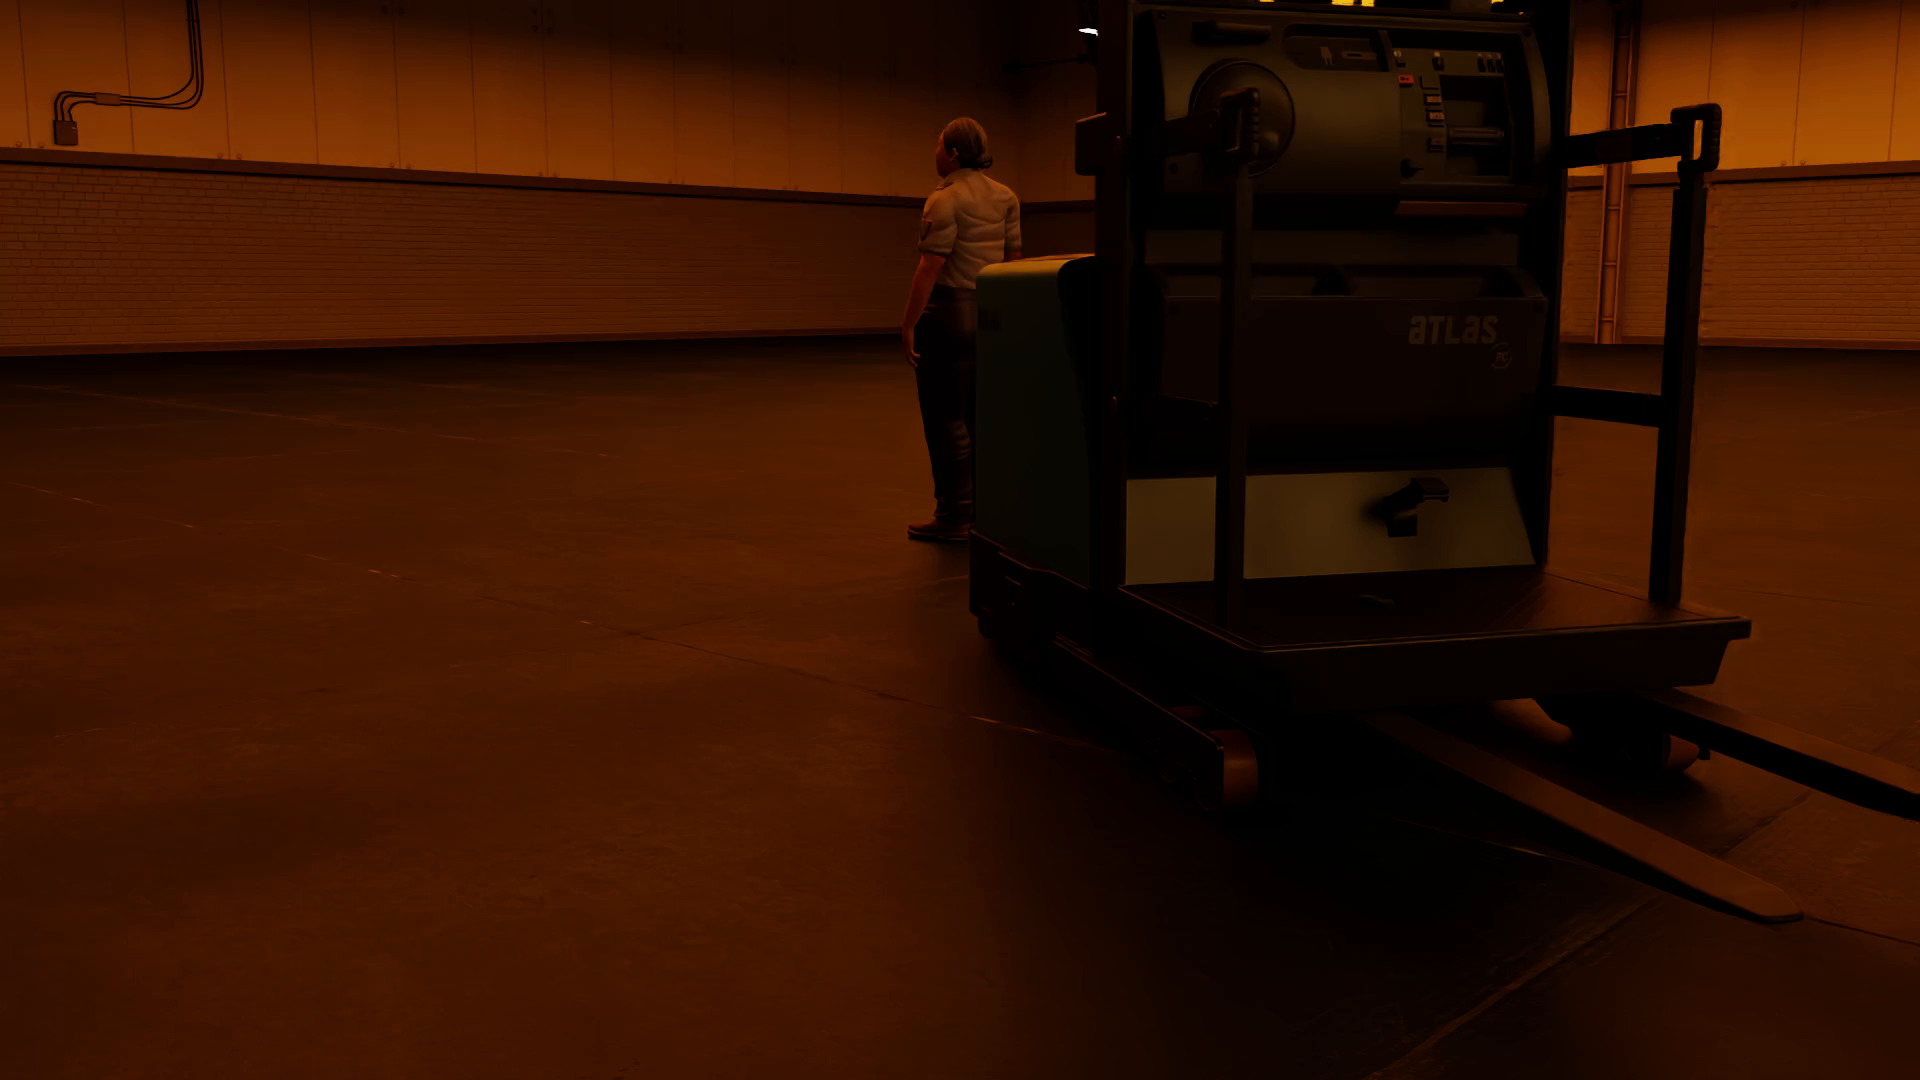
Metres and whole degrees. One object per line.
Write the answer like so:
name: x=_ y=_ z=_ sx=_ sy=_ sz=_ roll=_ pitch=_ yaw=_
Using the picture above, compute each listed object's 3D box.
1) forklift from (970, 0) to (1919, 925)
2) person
forklift: x=0.917 y=-0.985 z=3.417 sx=1.130 sy=2.935 sz=3.031 roll=-2 pitch=9 yaw=-15
person: x=-0.049 y=-0.834 z=6.671 sx=0.503 sy=1.650 sz=0.599 roll=8 pitch=12 yaw=43
